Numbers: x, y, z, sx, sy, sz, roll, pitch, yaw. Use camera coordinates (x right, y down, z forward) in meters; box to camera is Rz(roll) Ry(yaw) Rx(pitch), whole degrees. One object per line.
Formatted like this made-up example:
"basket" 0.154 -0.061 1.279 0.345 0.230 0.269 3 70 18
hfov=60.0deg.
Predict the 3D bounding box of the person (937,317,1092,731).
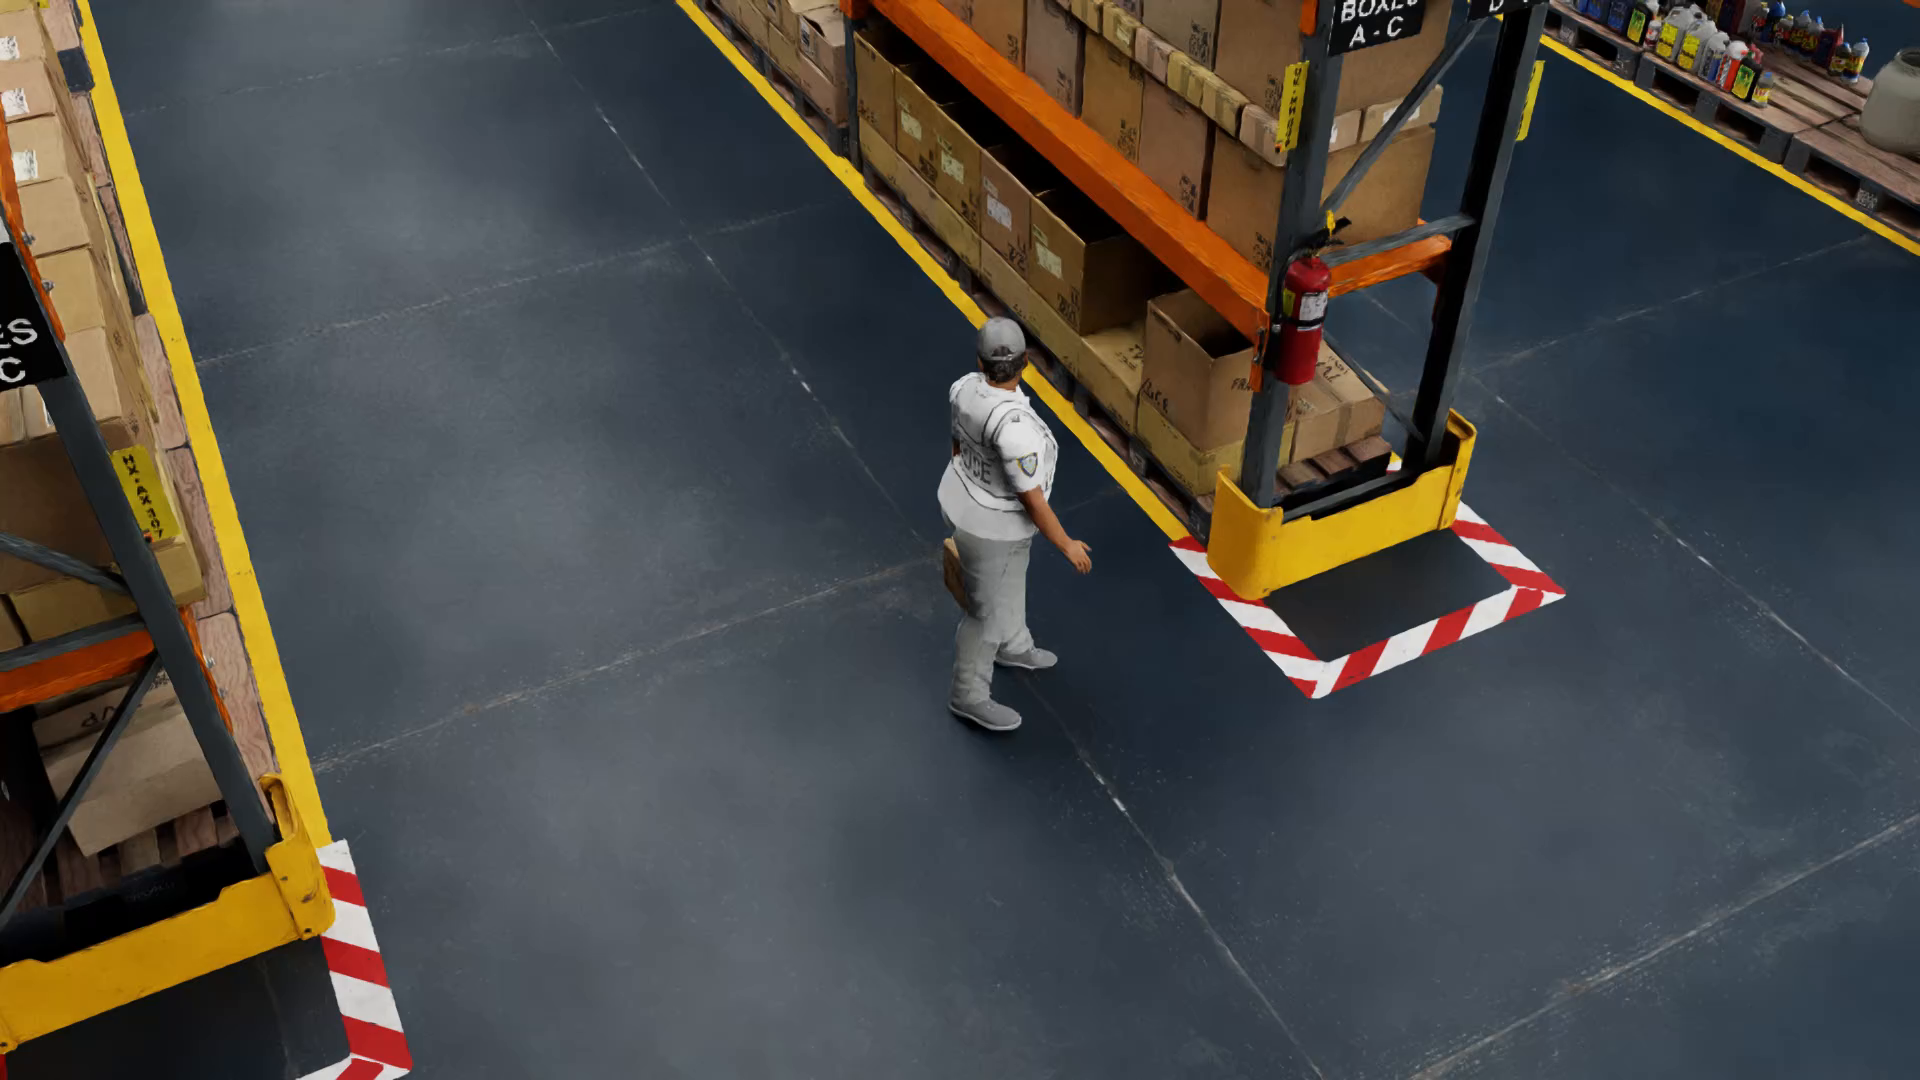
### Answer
"person" 0.172 -0.033 6.238 0.544 1.697 0.604 -13 43 -14
